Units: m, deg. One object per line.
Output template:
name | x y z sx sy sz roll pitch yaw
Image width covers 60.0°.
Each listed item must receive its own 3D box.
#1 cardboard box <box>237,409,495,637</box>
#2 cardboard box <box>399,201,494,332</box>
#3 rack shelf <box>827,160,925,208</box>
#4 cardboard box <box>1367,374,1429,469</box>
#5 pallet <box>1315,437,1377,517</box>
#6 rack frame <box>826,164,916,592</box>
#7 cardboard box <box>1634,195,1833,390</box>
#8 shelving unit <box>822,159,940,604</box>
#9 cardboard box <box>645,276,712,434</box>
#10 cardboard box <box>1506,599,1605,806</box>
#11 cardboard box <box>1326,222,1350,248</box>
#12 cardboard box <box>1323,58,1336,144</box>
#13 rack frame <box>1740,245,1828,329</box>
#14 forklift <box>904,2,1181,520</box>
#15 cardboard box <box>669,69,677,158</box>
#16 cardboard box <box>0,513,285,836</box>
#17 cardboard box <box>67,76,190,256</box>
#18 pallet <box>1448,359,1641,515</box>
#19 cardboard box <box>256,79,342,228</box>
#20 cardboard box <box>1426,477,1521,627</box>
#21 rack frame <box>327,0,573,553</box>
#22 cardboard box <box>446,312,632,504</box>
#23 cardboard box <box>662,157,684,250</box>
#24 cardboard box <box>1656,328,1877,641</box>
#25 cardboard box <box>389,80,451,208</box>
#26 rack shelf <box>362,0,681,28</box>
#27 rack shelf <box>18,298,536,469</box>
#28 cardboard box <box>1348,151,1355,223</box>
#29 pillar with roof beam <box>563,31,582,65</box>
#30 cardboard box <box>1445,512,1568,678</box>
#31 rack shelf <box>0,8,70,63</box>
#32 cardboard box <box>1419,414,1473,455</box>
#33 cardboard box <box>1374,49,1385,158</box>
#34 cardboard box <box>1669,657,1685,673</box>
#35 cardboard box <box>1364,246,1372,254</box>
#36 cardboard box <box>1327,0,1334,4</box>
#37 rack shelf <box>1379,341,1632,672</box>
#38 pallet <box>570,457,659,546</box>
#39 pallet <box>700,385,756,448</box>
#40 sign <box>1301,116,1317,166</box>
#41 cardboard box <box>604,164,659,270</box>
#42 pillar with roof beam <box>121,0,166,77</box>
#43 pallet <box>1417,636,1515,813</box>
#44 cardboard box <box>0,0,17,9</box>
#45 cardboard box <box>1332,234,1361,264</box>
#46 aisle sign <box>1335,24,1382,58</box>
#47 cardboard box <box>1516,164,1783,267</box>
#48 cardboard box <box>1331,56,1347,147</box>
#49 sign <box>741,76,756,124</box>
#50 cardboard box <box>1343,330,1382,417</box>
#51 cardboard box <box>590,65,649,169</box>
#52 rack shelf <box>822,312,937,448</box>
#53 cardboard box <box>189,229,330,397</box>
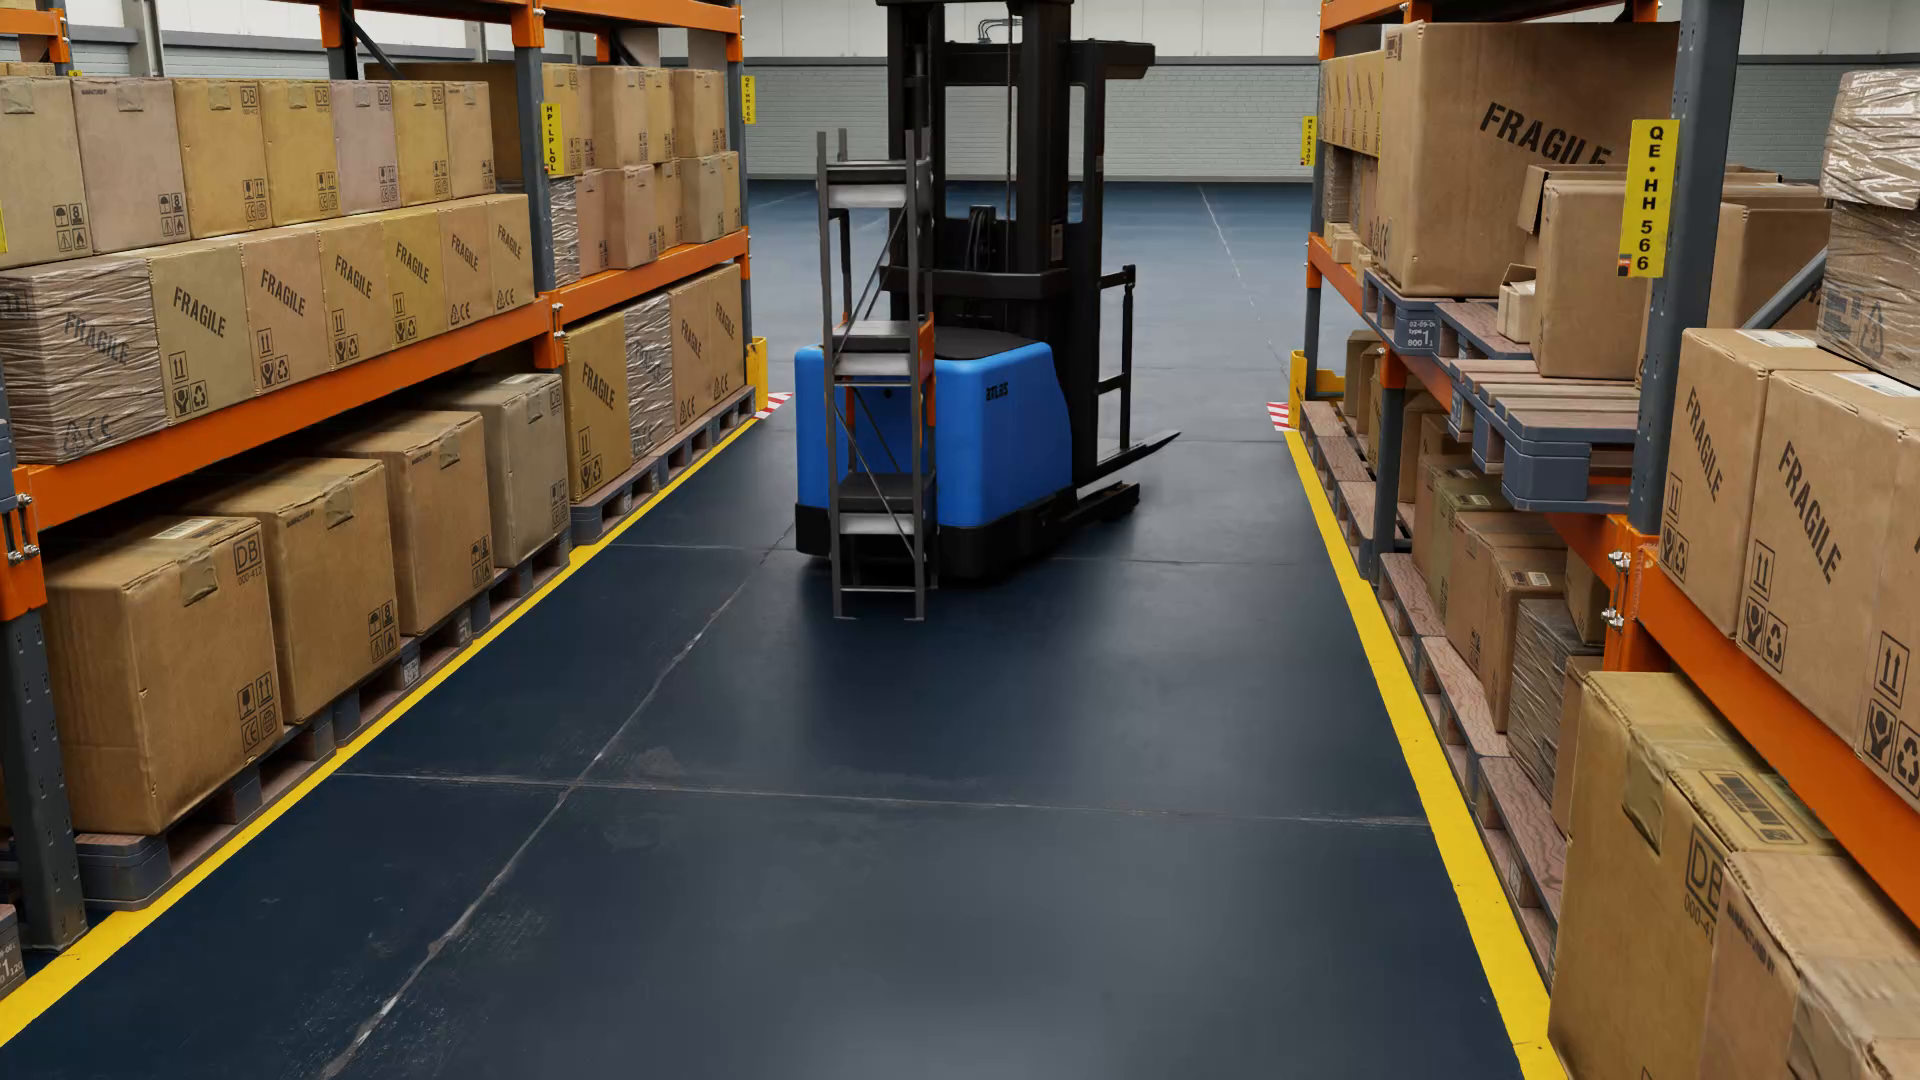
cardboard box | -2.567 -0.096 6.775 1.050 0.750 0.750 2 15 6
cardboard box | -2.324 -1.167 7.039 0.500 0.500 0.500 2 15 6
rack shelf | -0.357 -1.517 7.083 0.368 0.174 0.457 1 15 6
cardboard box | 2.578 -0.631 9.234 0.500 0.500 0.500 0 15 1
pallet | 2.619 -0.367 9.614 1.003 0.211 1.213 2 15 6
rack frame | -0.373 -0.659 7.063 0.380 1.831 0.006 1 15 6
cardboard box | 2.013 -0.575 4.046 0.500 0.500 0.500 0 15 -1
shelving unit | -5.997 -2.452 7.668 11.797 5.258 0.853 1 15 6
cardboard box | -2.130 -1.201 10.623 0.875 0.875 0.875 1 15 5
cardboard box | 2.098 0.493 5.039 0.700 0.500 0.500 0 15 2
cardboard box | 2.535 -1.941 10.575 0.380 0.149 0.250 2 15 6
cardboard box | 2.499 -2.668 10.106 0.500 0.500 0.500 2 15 6
rack frame | 1.989 -0.183 3.592 0.949 2.616 0.053 2 15 6
forklift | 0.348 -1.571 8.855 1.121 2.935 3.031 8 17 28
cardboard box | -2.271 -2.642 10.330 0.875 0.550 0.550 2 15 6
cardboard box | -2.767 0.373 5.042 1.050 0.750 0.750 1 15 5
cardboard box | -2.808 -1.133 5.000 0.700 0.500 0.500 1 15 5
pallet | 1.967 -0.278 4.312 1.213 0.211 1.003 2 15 6
cardboard box | -2.695 -1.399 5.983 0.700 0.500 0.500 2 15 6
cardboard box | 2.280 0.056 6.655 0.700 0.500 0.500 2 15 6
rack frame | -2.473 -1.393 8.066 1.000 3.000 0.127 2 15 6
cardboard box | -2.333 -0.731 8.884 0.875 0.875 0.875 2 15 7
cardboard box | -2.247 -2.120 10.469 0.875 0.550 0.550 2 15 6
cardboard box | 1.667 -0.113 3.142 0.500 0.500 0.500 2 15 8
cardboard box | -2.580 -1.661 6.952 0.700 0.500 0.500 1 15 5
rack shelf | -2.248 -3.106 9.661 0.919 0.124 3.809 2 15 6
rack shelf | -2.699 -0.621 6.216 0.919 0.124 3.809 2 15 6
cardboard box | 2.868 -2.175 10.196 0.875 0.500 0.500 2 15 6
pillar with roof beam | -5.196 -13.091 39.835 9.100 9.000 0.400 2 15 6
cardboard box | 2.218 0.201 6.119 0.730 0.500 0.544 1 15 5
rack shelf | -7.177 -3.132 10.129 1.077 0.370 4.000 2 15 6
cardboard box | 2.528 -0.319 8.079 0.500 0.500 0.500 1 15 5
cardboard box | 2.221 -2.020 7.708 0.500 0.500 0.500 2 15 6
cardboard box | 2.038 0.275 4.409 0.500 0.250 0.500 2 15 9
cardboard box | 2.366 -1.486 8.893 0.380 0.149 0.250 2 15 6
cardboard box | 2.584 -3.516 10.459 0.500 0.250 0.500 2 15 8
rack shelf | 2.218 -0.354 5.604 1.077 0.370 4.000 2 15 6
pallet | -2.310 -0.241 9.151 1.003 0.211 1.213 2 15 6
pallet | -2.035 -0.874 11.491 1.003 0.211 1.213 2 15 6
sign | 2.356 -2.692 11.211 0.100 0.325 0.005 2 15 6
cardboard box | -2.226 -1.841 9.437 0.875 0.550 0.550 2 15 6
pillar with roof beam | -7.227 -8.422 22.570 9.100 9.000 0.400 2 15 6
pallet | 2.222 0.645 5.872 1.003 0.211 1.213 2 15 6
cardboard box | -6.710 -3.710 11.371 0.380 0.149 0.250 2 15 7
cardboard box | 2.360 -1.683 9.622 0.380 0.149 0.250 2 15 6
aisle sign | 2.604 -3.538 11.018 0.394 0.787 0.004 2 15 6
cardboard box | 2.340 -1.021 5.688 0.797 0.503 0.637 3 15 12
cardboard box | 2.444 -2.538 9.626 0.500 0.500 0.500 2 15 6
sign | -1.484 -3.084 11.648 0.100 0.325 0.005 2 15 6
cardboard box | 2.808 -1.092 10.940 0.500 0.500 0.500 5 16 17
cardboard box | -2.253 -2.363 9.299 0.875 0.550 0.550 2 15 6
rack shelf | -0.345 -0.709 7.300 0.431 0.518 0.480 1 15 6
cardboard box | -2.494 -0.775 5.589 0.500 0.500 0.500 2 15 6
